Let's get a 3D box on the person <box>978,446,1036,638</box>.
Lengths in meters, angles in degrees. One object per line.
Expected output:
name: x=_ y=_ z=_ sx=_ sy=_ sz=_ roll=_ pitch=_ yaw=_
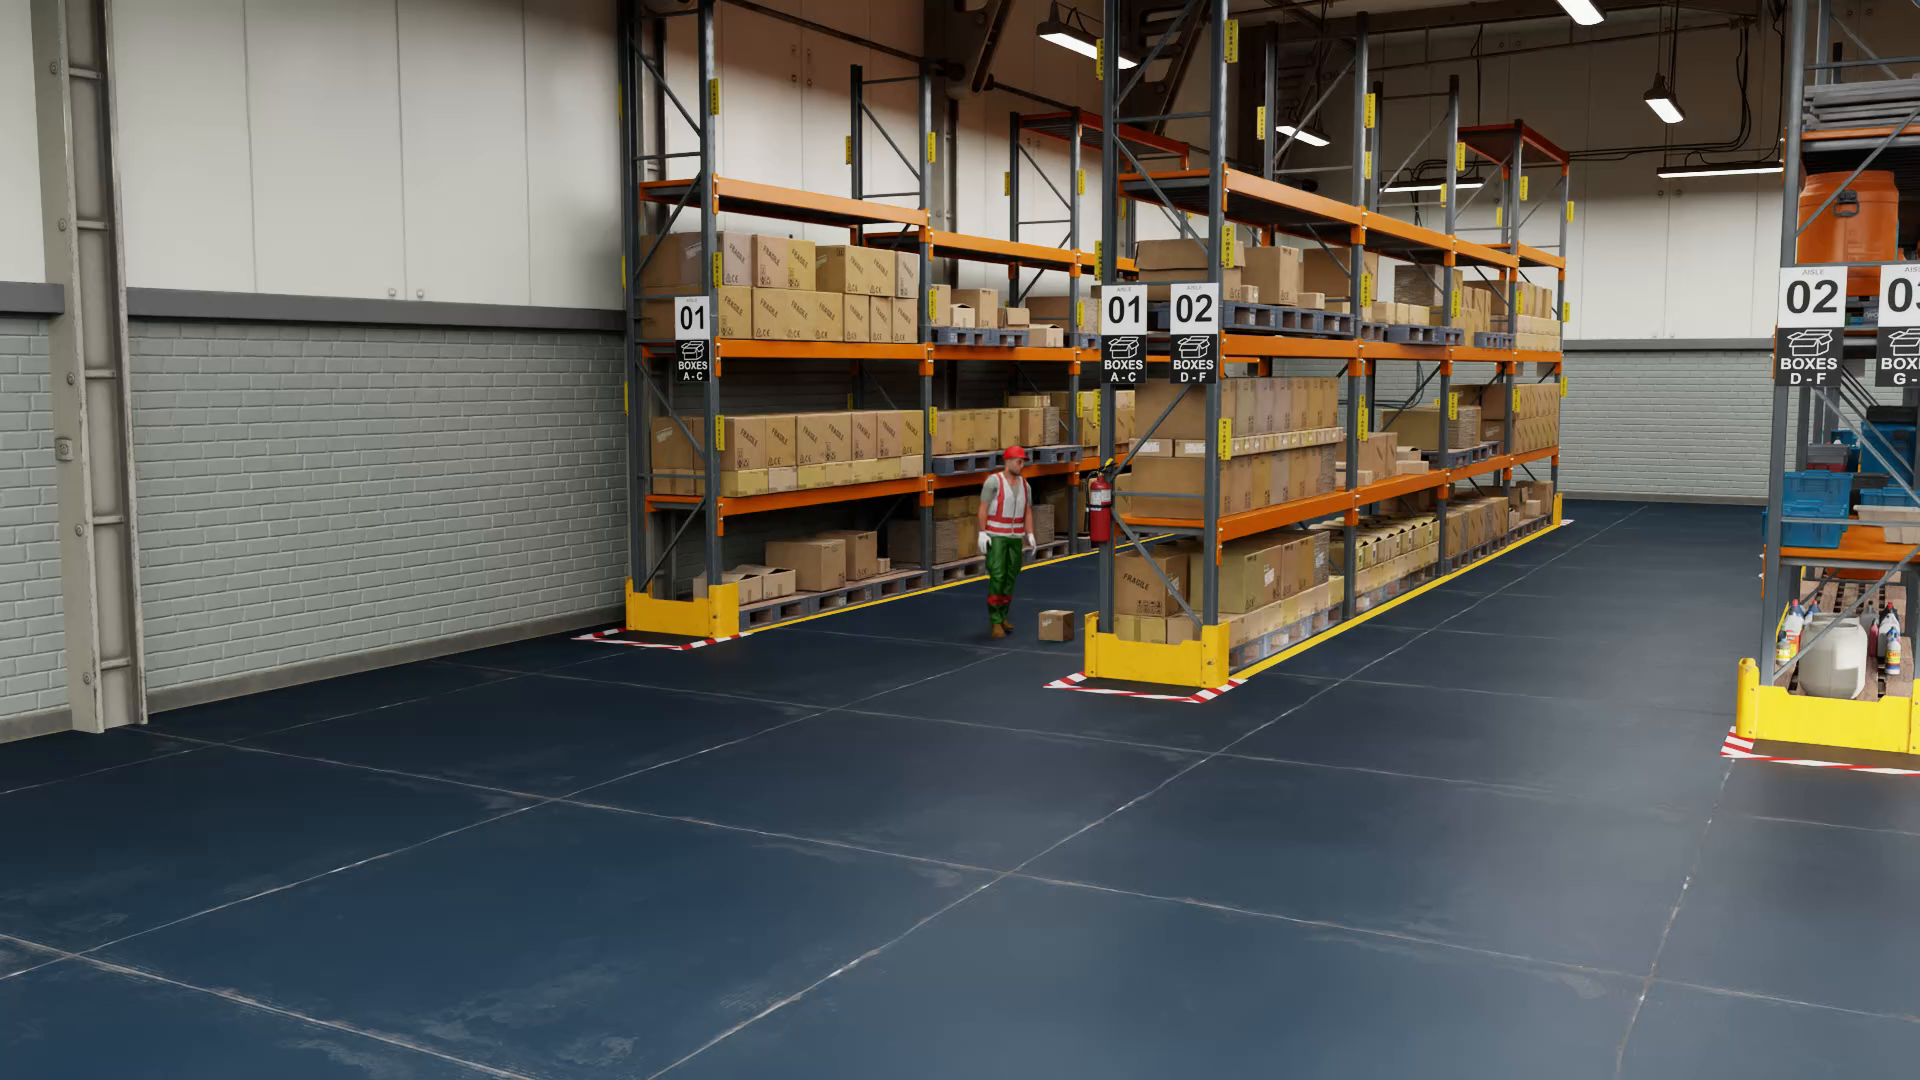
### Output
person: x=0.462 y=-0.003 z=15.851 sx=0.601 sy=1.783 sz=0.571 roll=-4 pitch=7 yaw=-32
